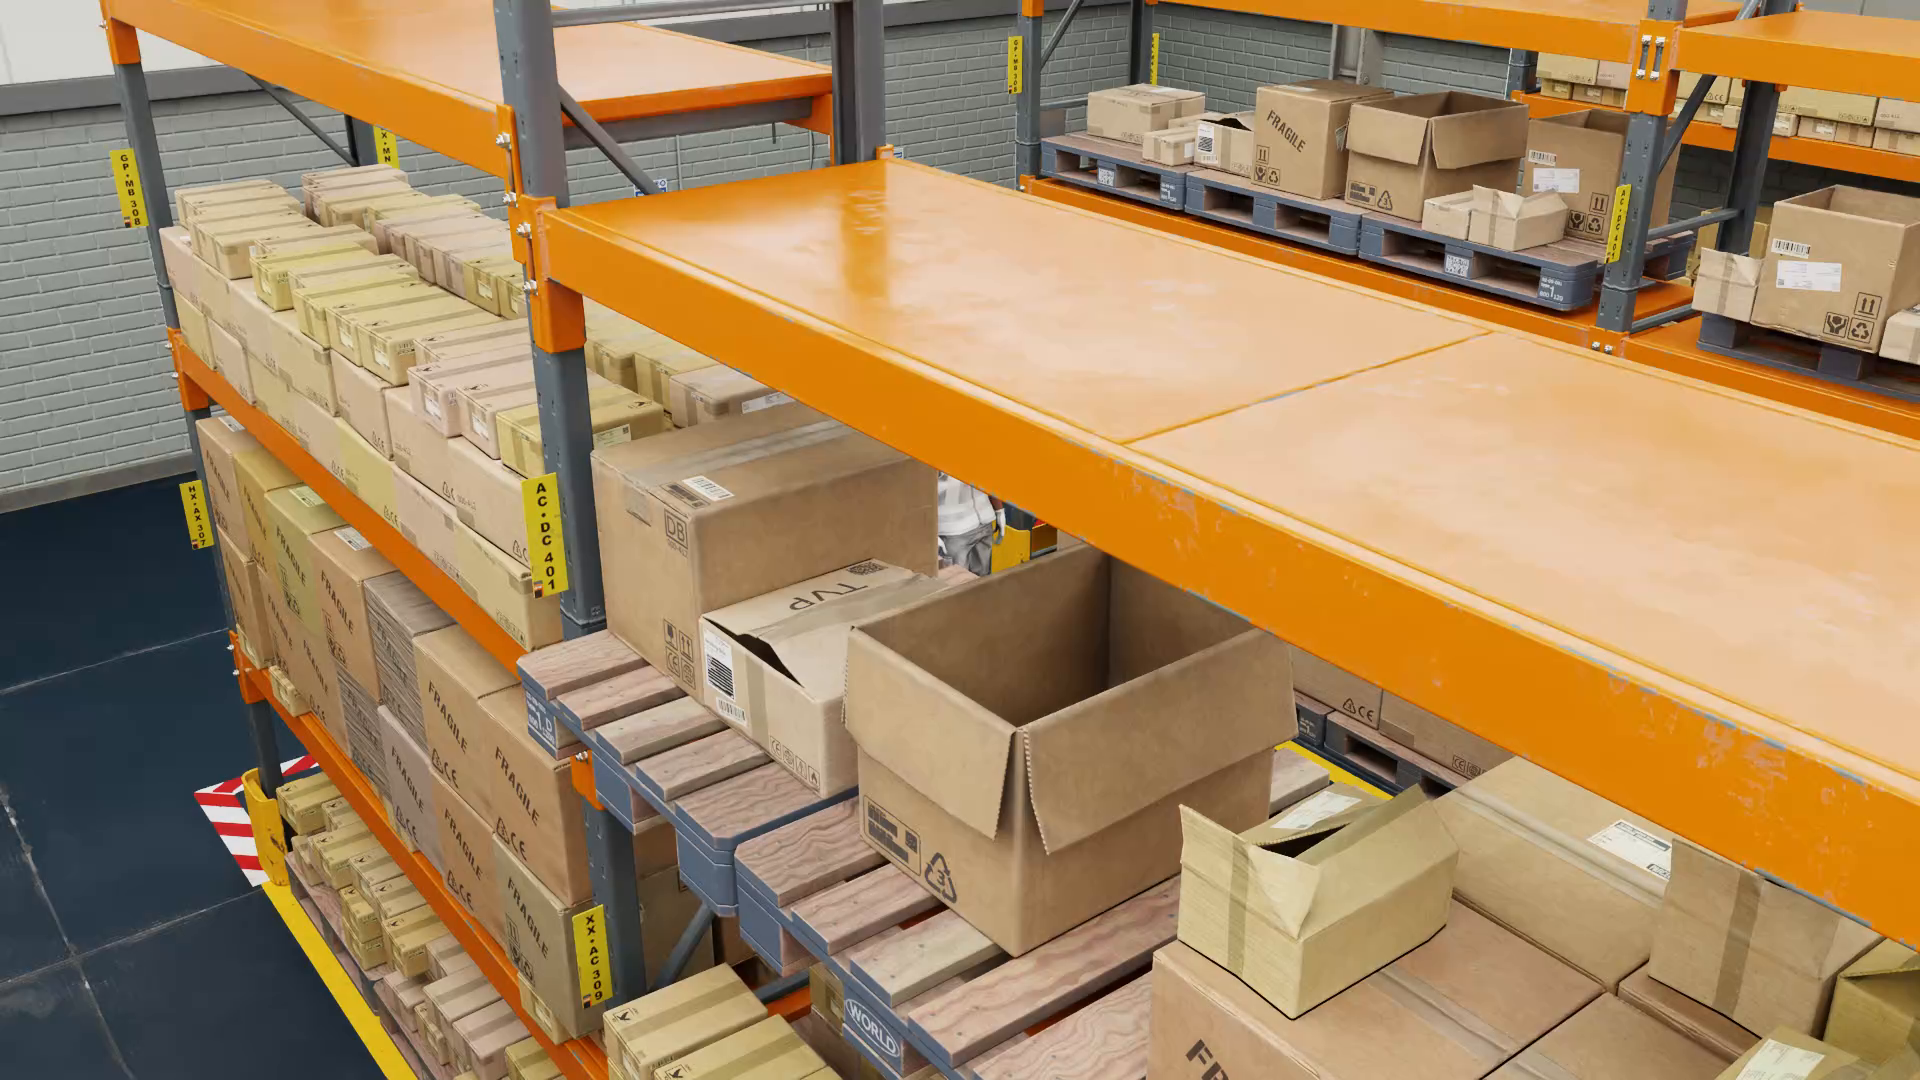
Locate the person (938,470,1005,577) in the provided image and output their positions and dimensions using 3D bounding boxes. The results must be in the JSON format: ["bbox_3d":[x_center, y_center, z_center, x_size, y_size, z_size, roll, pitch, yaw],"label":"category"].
[{"bbox_3d":[0.068,-0.044,9.988,0.576,1.783,0.656,22,33,40],"label":"person"}]
